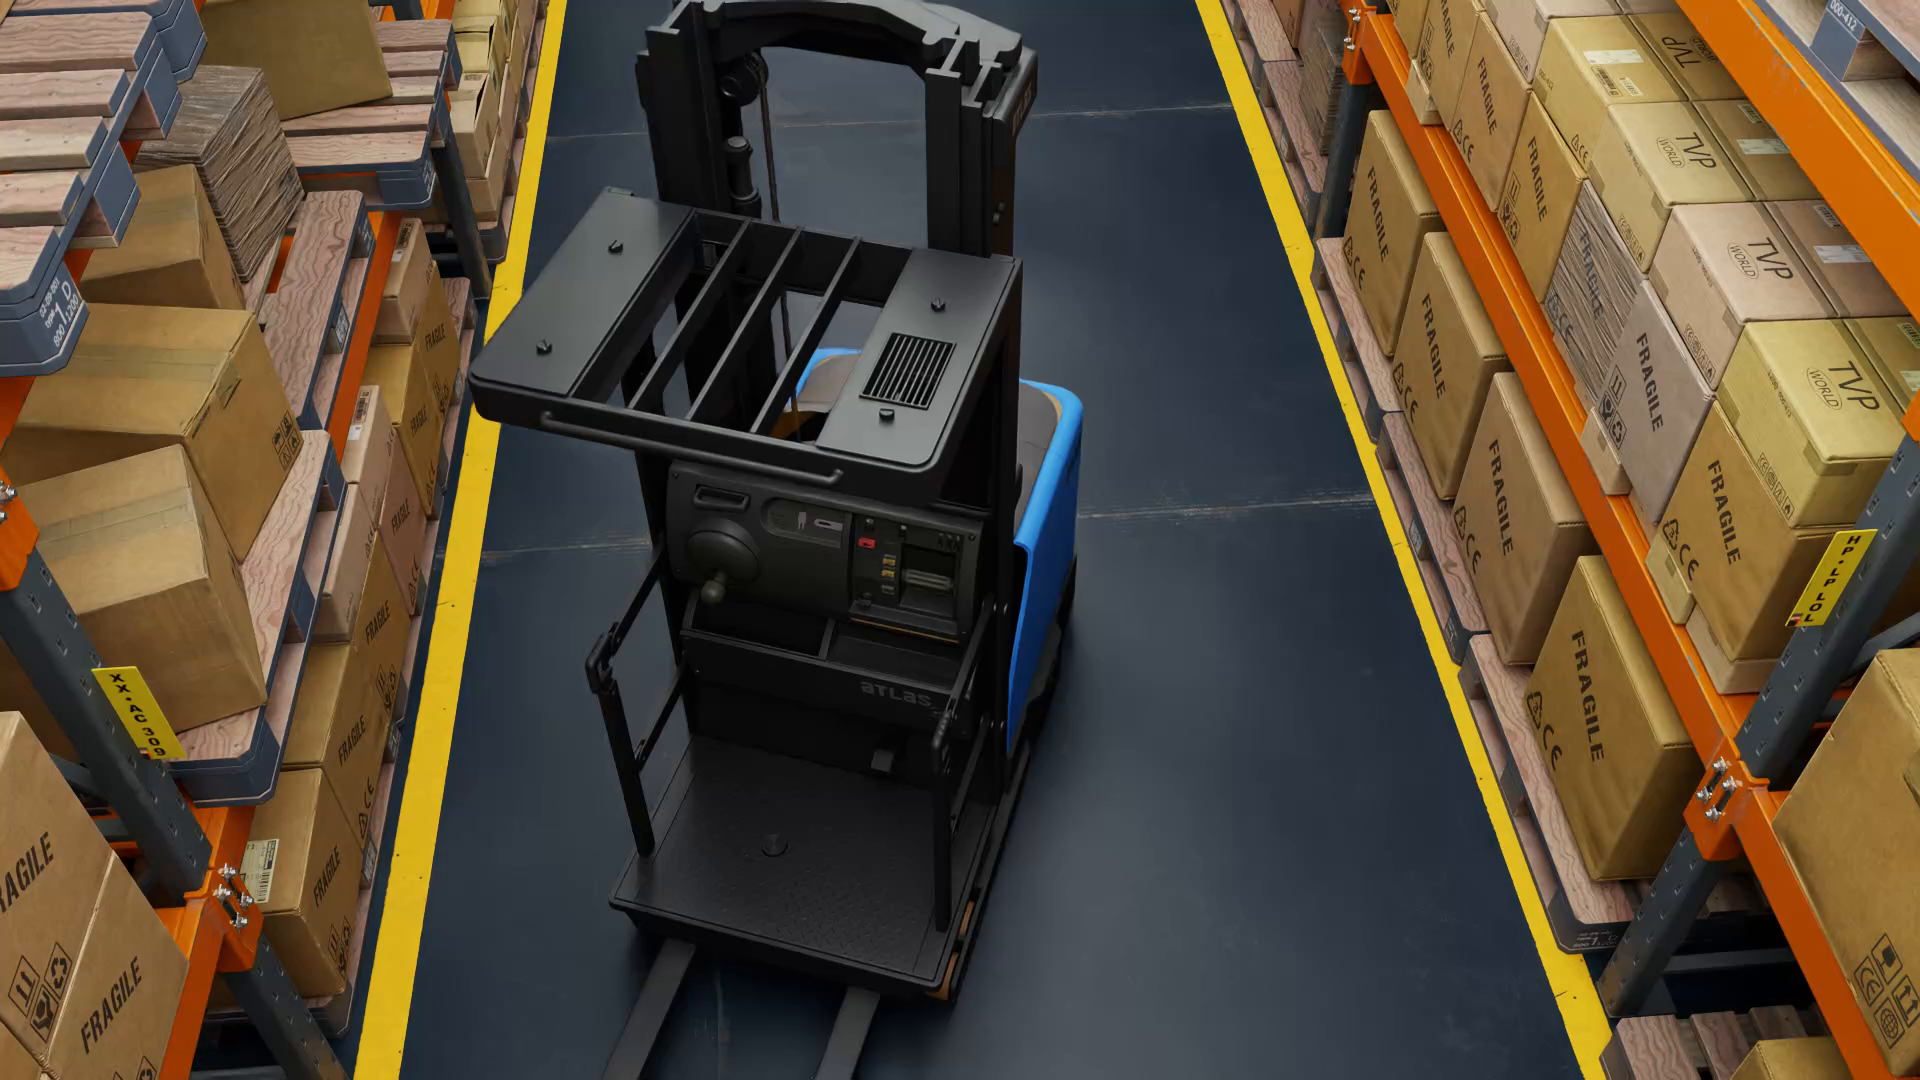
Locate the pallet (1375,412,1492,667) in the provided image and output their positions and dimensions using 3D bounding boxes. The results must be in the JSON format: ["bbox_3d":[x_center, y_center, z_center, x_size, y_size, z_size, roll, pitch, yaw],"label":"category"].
[{"bbox_3d":[2.315,-0.057,6.659,1.003,0.211,1.213,-3,47,-3],"label":"pallet"}]

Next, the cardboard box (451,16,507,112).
[{"bbox_3d":[-2.515,-2.336,8.115,0.500,0.311,0.500,-5,47,-4],"label":"cardboard box"}]

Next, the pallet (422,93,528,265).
[{"bbox_3d":[-2.741,-1.807,8.316,1.003,0.211,1.213,-3,47,-3],"label":"pallet"}]

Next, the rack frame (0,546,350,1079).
[{"bbox_3d":[-2.373,0.726,3.996,0.949,2.616,0.053,-3,47,-3],"label":"rack frame"}]

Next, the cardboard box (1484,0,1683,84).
[{"bbox_3d":[2.097,-1.778,5.564,0.500,0.250,0.500,-3,47,-3],"label":"cardboard box"}]

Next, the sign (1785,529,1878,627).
[{"bbox_3d":[2.020,0.092,3.854,0.100,0.325,0.005,-3,47,-3],"label":"sign"}]

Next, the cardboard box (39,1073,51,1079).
[{"bbox_3d":[-2.034,1.411,3.279,0.500,0.500,0.500,-2,47,-2],"label":"cardboard box"}]

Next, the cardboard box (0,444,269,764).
[{"bbox_3d":[-2.193,0.191,4.145,0.700,0.500,0.500,-18,49,-16],"label":"cardboard box"}]

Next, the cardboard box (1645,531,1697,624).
[{"bbox_3d":[2.205,0.093,4.755,0.380,0.149,0.250,-3,47,-3],"label":"cardboard box"}]

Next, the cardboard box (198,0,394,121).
[{"bbox_3d":[-2.546,-1.898,6.123,0.700,0.500,0.500,-18,49,-16],"label":"cardboard box"}]

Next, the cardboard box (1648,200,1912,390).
[{"bbox_3d":[2.232,-0.672,4.516,0.500,0.250,0.500,-3,47,-2],"label":"cardboard box"}]

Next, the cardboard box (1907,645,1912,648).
[{"bbox_3d":[2.729,0.248,4.609,0.380,0.149,0.250,-5,47,-5],"label":"cardboard box"}]

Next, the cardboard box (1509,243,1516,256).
[{"bbox_3d":[2.161,-1.031,5.819,0.380,0.149,0.250,-3,47,-3],"label":"cardboard box"}]

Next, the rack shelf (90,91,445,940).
[{"bbox_3d":[-2.544,-0.473,5.628,1.077,0.370,4.000,-3,47,-3],"label":"rack shelf"}]

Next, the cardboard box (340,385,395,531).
[{"bbox_3d":[-2.300,-0.274,5.846,0.500,0.250,0.500,-4,47,-4],"label":"cardboard box"}]

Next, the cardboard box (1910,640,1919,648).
[{"bbox_3d":[2.772,-0.069,4.462,0.500,0.500,0.500,-5,47,-5],"label":"cardboard box"}]

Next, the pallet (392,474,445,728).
[{"bbox_3d":[-2.587,0.214,6.402,1.003,0.211,1.213,-3,47,-3],"label":"pallet"}]

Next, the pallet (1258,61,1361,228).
[{"bbox_3d":[2.161,-2.078,8.573,1.003,0.211,1.213,-3,47,-3],"label":"pallet"}]

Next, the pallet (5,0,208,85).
[{"bbox_3d":[-2.451,-1.467,4.137,1.213,0.211,1.003,-3,47,-3],"label":"pallet"}]

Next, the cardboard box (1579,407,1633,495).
[{"bbox_3d":[2.147,-0.284,5.113,0.380,0.149,0.250,-3,47,-3],"label":"cardboard box"}]

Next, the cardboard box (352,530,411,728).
[{"bbox_3d":[-2.264,0.323,5.797,0.500,0.500,0.500,-3,47,-3],"label":"cardboard box"}]

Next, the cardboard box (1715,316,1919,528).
[{"bbox_3d":[2.266,-0.301,4.165,0.500,0.250,0.500,-2,47,-2],"label":"cardboard box"}]

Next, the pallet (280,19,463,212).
[{"bbox_3d":[-2.584,-1.616,6.346,1.213,0.211,1.003,-3,47,-3],"label":"pallet"}]

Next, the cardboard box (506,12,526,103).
[{"bbox_3d":[-2.555,-2.503,8.659,0.500,0.250,0.500,-5,47,-4],"label":"cardboard box"}]

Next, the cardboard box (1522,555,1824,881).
[{"bbox_3d":[2.376,0.555,5.350,0.750,0.750,0.750,-3,47,-3],"label":"cardboard box"}]

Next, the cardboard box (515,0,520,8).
[{"bbox_3d":[-2.599,-3.077,8.816,0.500,0.311,0.500,-4,47,-4],"label":"cardboard box"}]

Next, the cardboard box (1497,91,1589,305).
[{"bbox_3d":[2.137,-1.133,5.470,0.500,0.500,0.500,-2,47,-2],"label":"cardboard box"}]

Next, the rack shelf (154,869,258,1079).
[{"bbox_3d":[-2.209,2.421,2.887,1.077,0.370,4.000,-3,47,-3],"label":"rack shelf"}]

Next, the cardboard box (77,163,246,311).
[{"bbox_3d":[-2.586,-0.727,5.014,0.700,0.500,0.500,-14,48,-13],"label":"cardboard box"}]

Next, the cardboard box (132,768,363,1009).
[{"bbox_3d":[-2.174,1.070,5.090,0.500,0.500,0.500,-5,47,-5],"label":"cardboard box"}]

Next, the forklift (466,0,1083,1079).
[{"bbox_3d":[-0.454,0.142,4.597,1.130,2.935,3.031,12,48,11],"label":"forklift"}]

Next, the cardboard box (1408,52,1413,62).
[{"bbox_3d":[2.034,-1.957,6.697,0.380,0.149,0.250,-3,47,-3],"label":"cardboard box"}]

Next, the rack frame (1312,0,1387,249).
[{"bbox_3d":[2.225,-2.472,7.025,1.000,3.000,0.127,-3,47,-3],"label":"rack frame"}]

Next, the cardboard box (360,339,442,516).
[{"bbox_3d":[-2.356,-0.423,6.503,0.500,0.500,0.500,-5,47,-5],"label":"cardboard box"}]

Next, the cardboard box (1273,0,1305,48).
[{"bbox_3d":[2.116,-3.019,8.961,0.700,0.500,0.500,-4,47,-4],"label":"cardboard box"}]

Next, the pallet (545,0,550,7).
[{"bbox_3d":[-2.945,-3.572,9.988,1.003,0.211,1.213,-3,47,-3],"label":"pallet"}]

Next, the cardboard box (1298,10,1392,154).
[{"bbox_3d":[2.113,-2.281,8.263,0.700,0.500,0.500,-3,47,-3],"label":"cardboard box"}]

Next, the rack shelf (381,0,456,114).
[{"bbox_3d":[-2.879,-3.367,8.369,1.077,0.370,4.000,-3,47,-3],"label":"rack shelf"}]

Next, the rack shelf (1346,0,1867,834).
[{"bbox_3d":[2.392,-0.777,5.916,1.077,0.370,4.000,-3,47,-3],"label":"rack shelf"}]

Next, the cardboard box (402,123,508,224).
[{"bbox_3d":[-2.462,-1.763,7.959,0.500,0.250,0.500,-4,47,-3],"label":"cardboard box"}]

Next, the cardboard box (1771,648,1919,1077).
[{"bbox_3d":[2.589,0.713,3.802,0.980,0.700,0.700,-3,47,-3],"label":"cardboard box"}]

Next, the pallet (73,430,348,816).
[{"bbox_3d":[-2.334,0.208,4.620,1.003,0.211,1.213,-3,47,-3],"label":"pallet"}]

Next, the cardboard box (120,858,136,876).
[{"bbox_3d":[-2.703,1.095,5.066,0.500,0.500,0.500,-4,47,-4],"label":"cardboard box"}]

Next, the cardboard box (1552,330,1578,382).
[{"bbox_3d":[2.187,-0.647,5.456,0.380,0.149,0.250,-5,47,-4],"label":"cardboard box"}]

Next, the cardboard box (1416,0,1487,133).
[{"bbox_3d":[2.045,-1.869,6.166,0.500,0.500,0.500,-2,47,-2],"label":"cardboard box"}]

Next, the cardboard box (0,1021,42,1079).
[{"bbox_3d":[-2.030,1.069,2.914,0.500,0.500,0.500,-4,47,-4],"label":"cardboard box"}]

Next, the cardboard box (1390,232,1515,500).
[{"bbox_3d":[2.223,-0.703,6.541,0.750,0.750,0.750,-4,47,-3],"label":"cardboard box"}]

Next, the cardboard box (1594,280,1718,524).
[{"bbox_3d":[2.217,-0.408,4.783,0.500,0.500,0.500,-3,47,-3],"label":"cardboard box"}]

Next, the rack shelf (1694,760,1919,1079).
[{"bbox_3d":[2.727,2.117,3.175,1.077,0.370,4.000,-3,47,-3],"label":"rack shelf"}]
